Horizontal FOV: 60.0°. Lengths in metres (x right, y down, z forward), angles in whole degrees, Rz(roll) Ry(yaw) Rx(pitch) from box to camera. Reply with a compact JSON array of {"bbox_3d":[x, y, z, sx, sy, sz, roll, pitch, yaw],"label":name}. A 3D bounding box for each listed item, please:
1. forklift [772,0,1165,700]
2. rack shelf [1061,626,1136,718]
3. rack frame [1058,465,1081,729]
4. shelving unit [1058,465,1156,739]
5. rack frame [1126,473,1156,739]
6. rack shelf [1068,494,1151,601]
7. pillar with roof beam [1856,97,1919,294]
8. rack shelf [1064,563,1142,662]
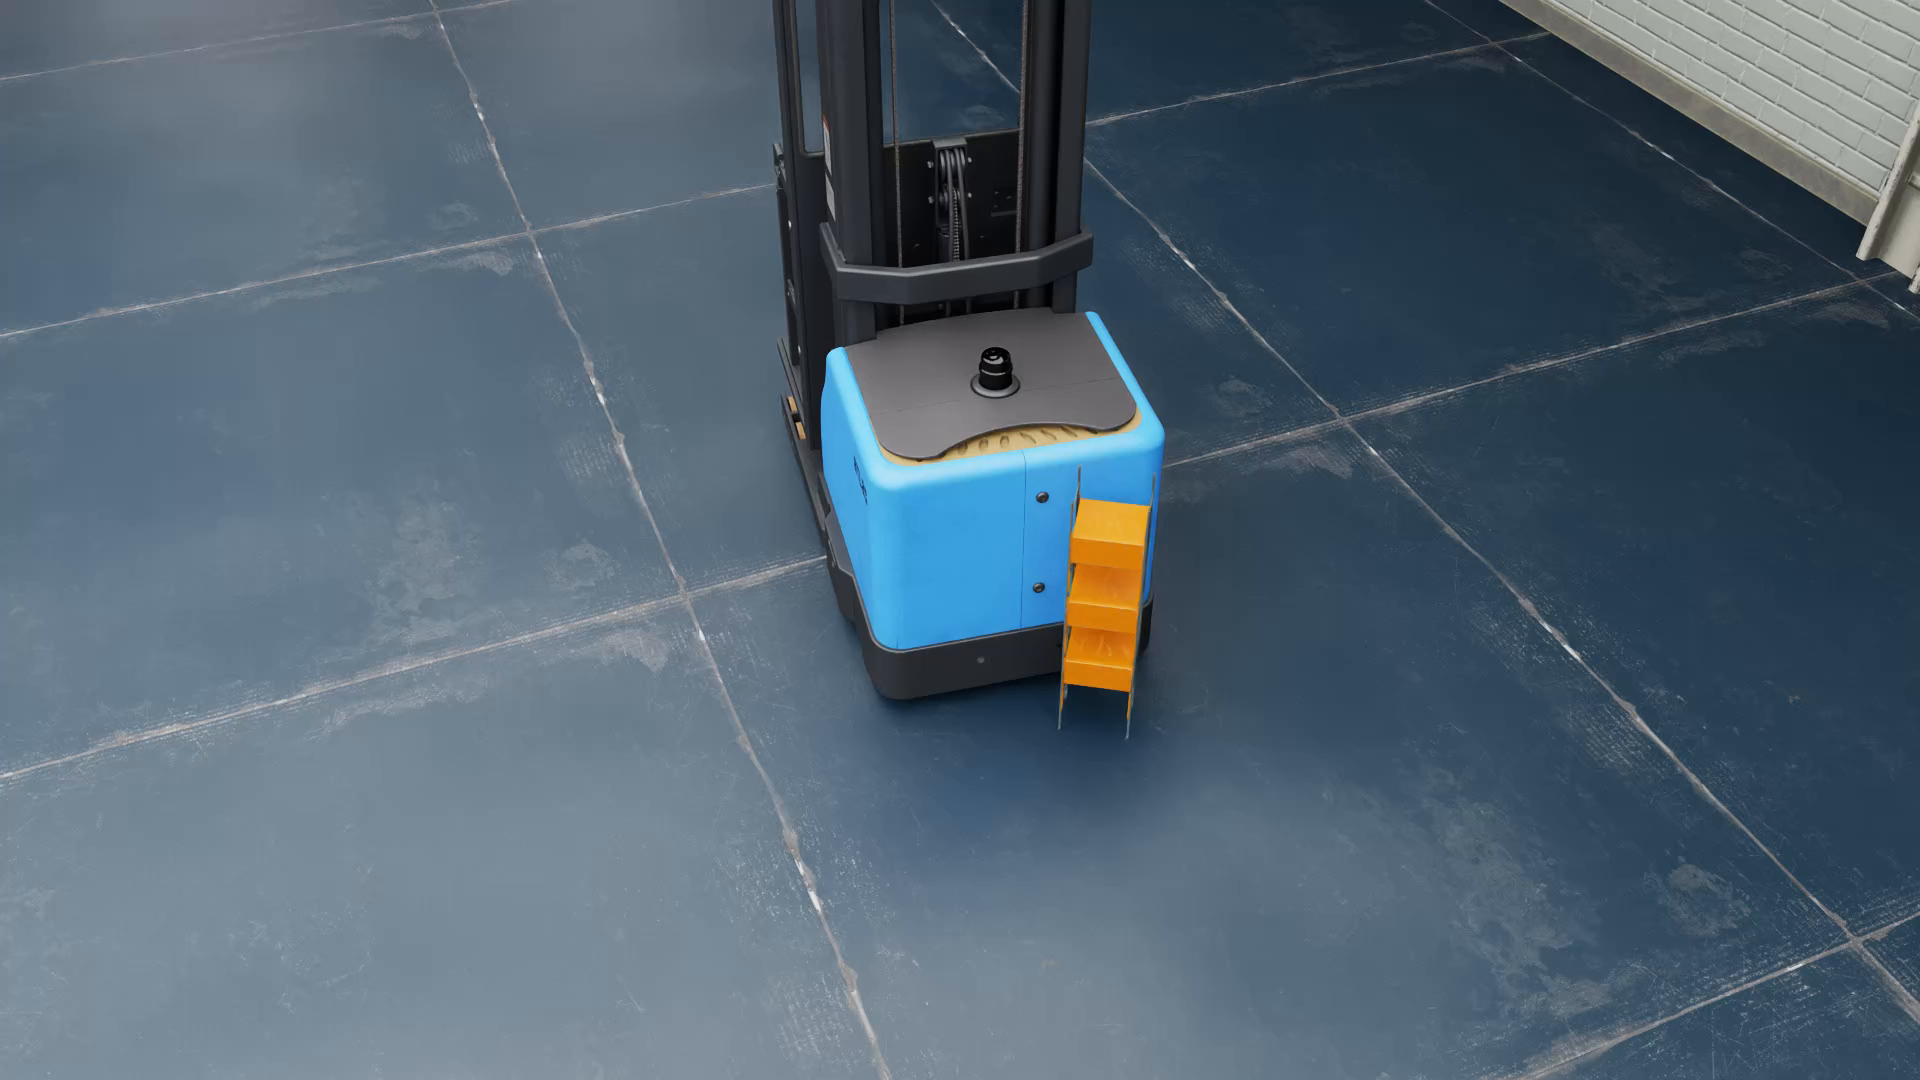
[{"bbox_3d":[-0.156,-1.509,6.256,1.130,2.935,3.031,-9,42,-11],"label":"forklift"},{"bbox_3d":[0.494,0.450,5.864,0.240,0.259,0.215,7,41,8],"label":"rack shelf"},{"bbox_3d":[0.374,0.217,5.693,0.008,1.050,0.200,7,41,8],"label":"rack frame"},{"bbox_3d":[0.494,0.231,5.676,0.252,1.050,0.215,7,41,8],"label":"shelving unit"},{"bbox_3d":[0.614,0.246,5.659,0.008,1.050,0.200,7,41,8],"label":"rack frame"},{"bbox_3d":[0.494,0.024,5.498,0.240,0.259,0.215,7,41,8],"label":"rack shelf"},{"bbox_3d":[0.777,-3.701,4.152,9.100,9.000,0.400,-15,43,-17],"label":"pillar with roof beam"},{"bbox_3d":[0.494,0.239,5.683,0.240,0.259,0.215,7,41,8],"label":"rack shelf"}]
